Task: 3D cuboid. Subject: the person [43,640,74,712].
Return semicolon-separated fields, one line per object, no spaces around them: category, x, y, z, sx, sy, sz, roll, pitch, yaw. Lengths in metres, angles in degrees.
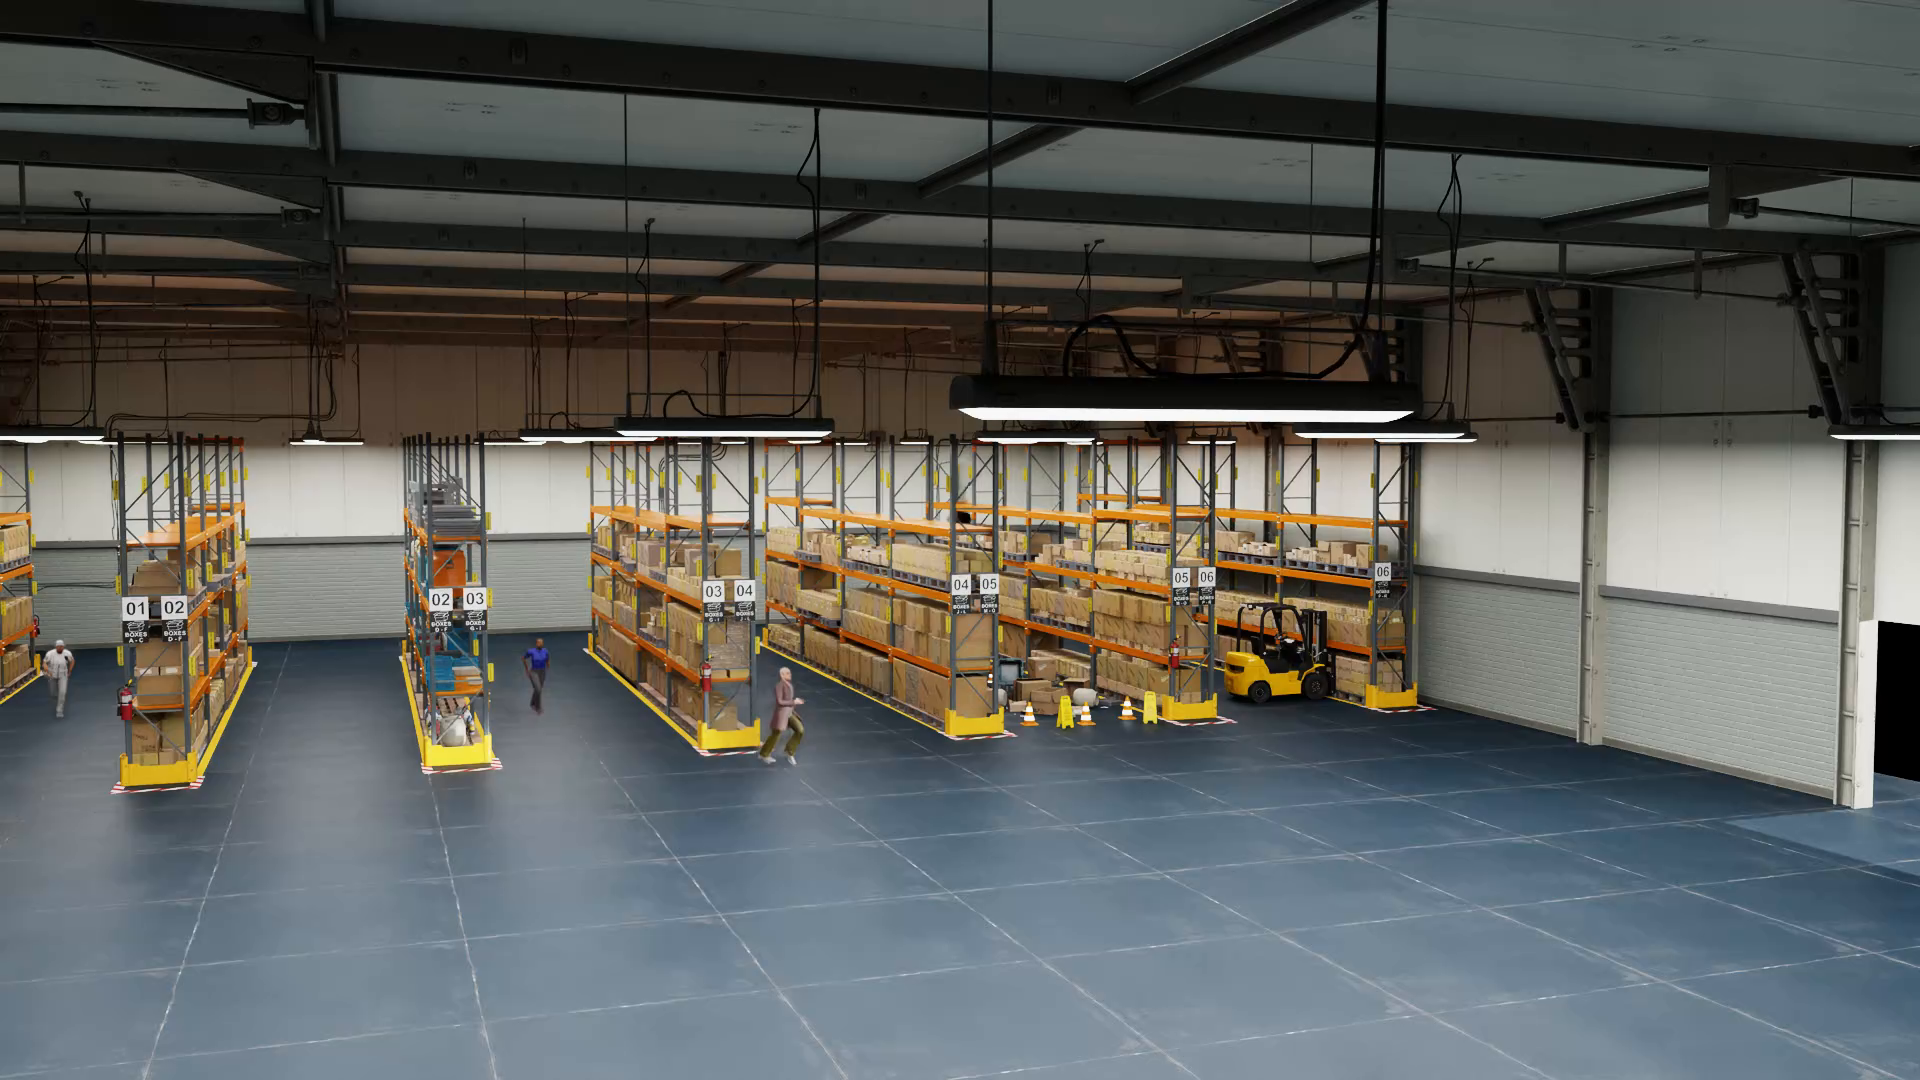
person;-19.345;2.897;35.709;0.580;1.544;0.766;-2;4;-28

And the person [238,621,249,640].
person;-19.374;2.451;44.422;0.733;1.671;0.621;-1;3;-18

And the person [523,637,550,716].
person;-9.083;2.937;35.767;0.505;1.708;0.851;-3;4;-43

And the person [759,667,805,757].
person;-3.158;3.101;29.952;0.920;1.642;0.735;1;3;25
